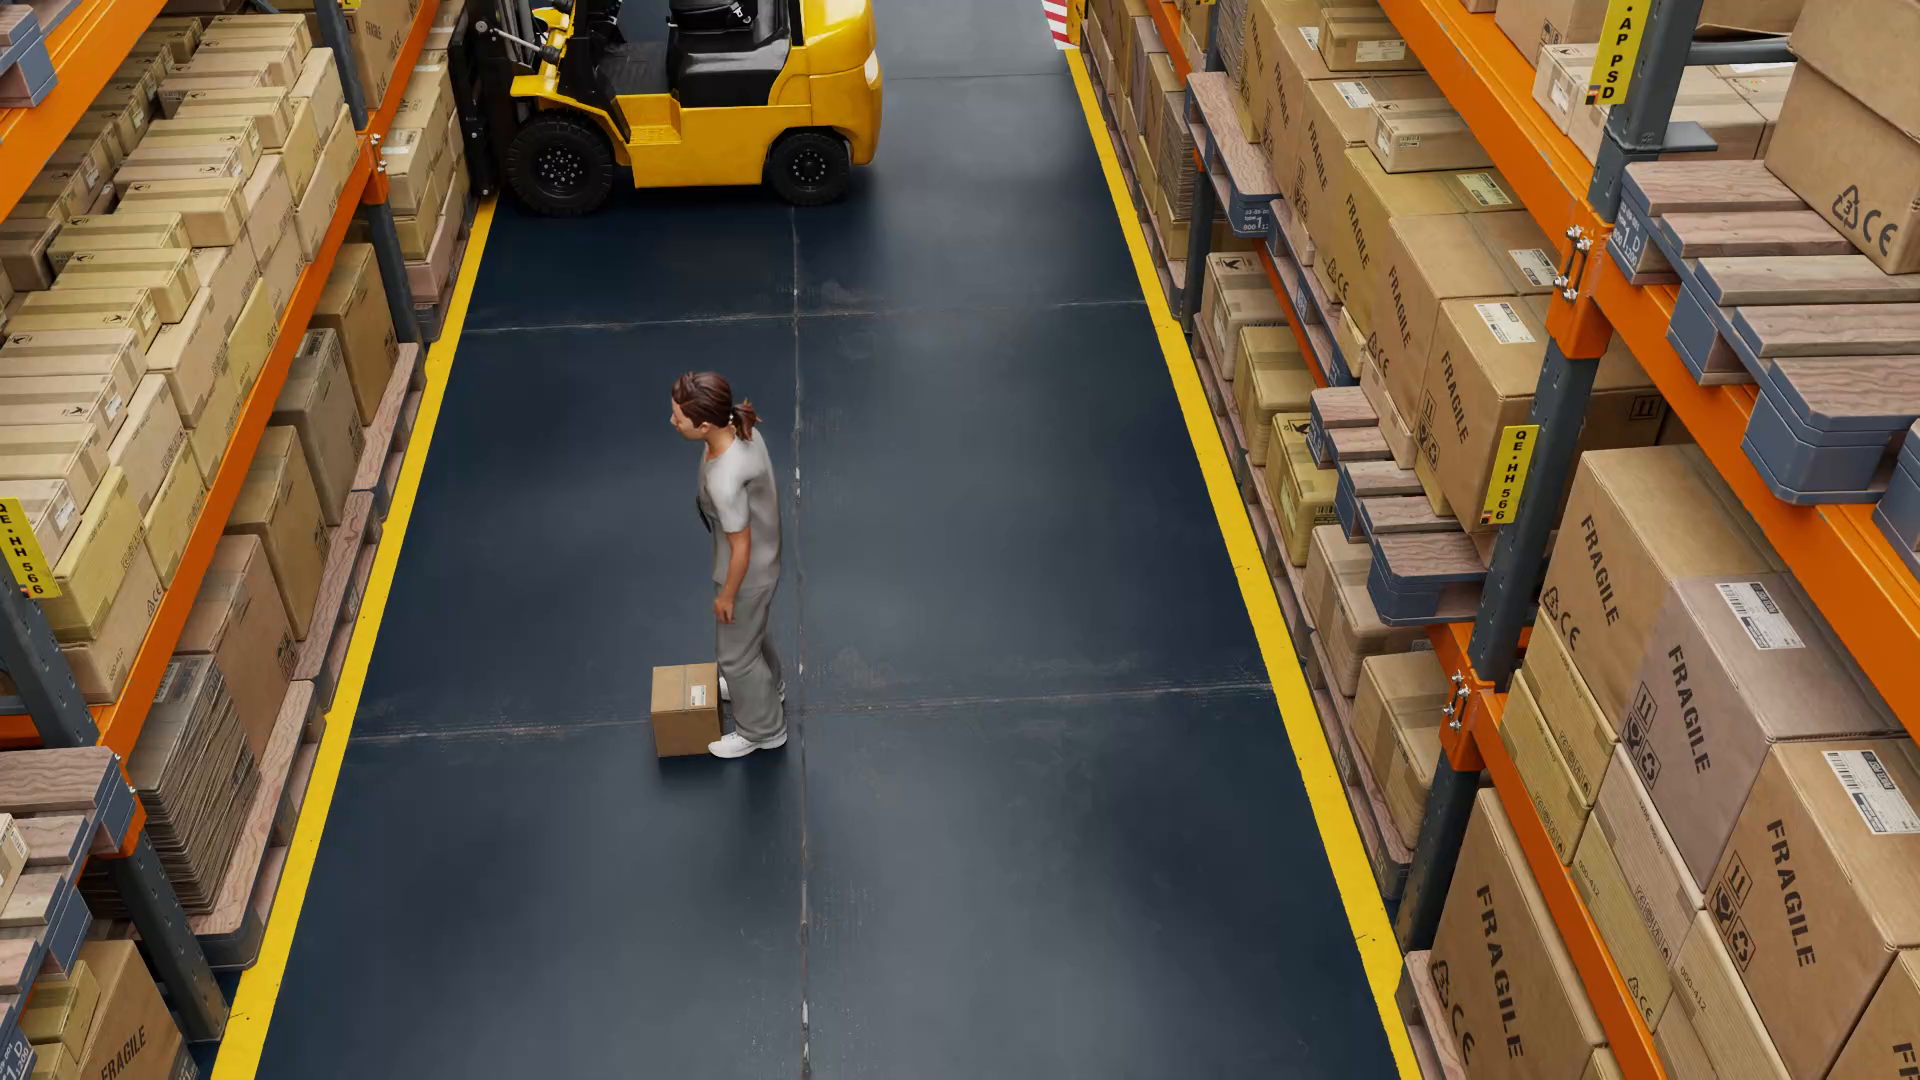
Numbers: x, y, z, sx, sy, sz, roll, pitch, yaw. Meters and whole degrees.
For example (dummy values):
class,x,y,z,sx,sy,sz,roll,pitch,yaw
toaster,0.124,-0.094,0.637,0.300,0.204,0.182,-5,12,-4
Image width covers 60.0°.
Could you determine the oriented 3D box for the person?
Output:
class,x,y,z,sx,sy,sz,roll,pitch,yaw
person,-0.817,0.088,6.047,0.353,1.673,0.486,-3,39,-4
